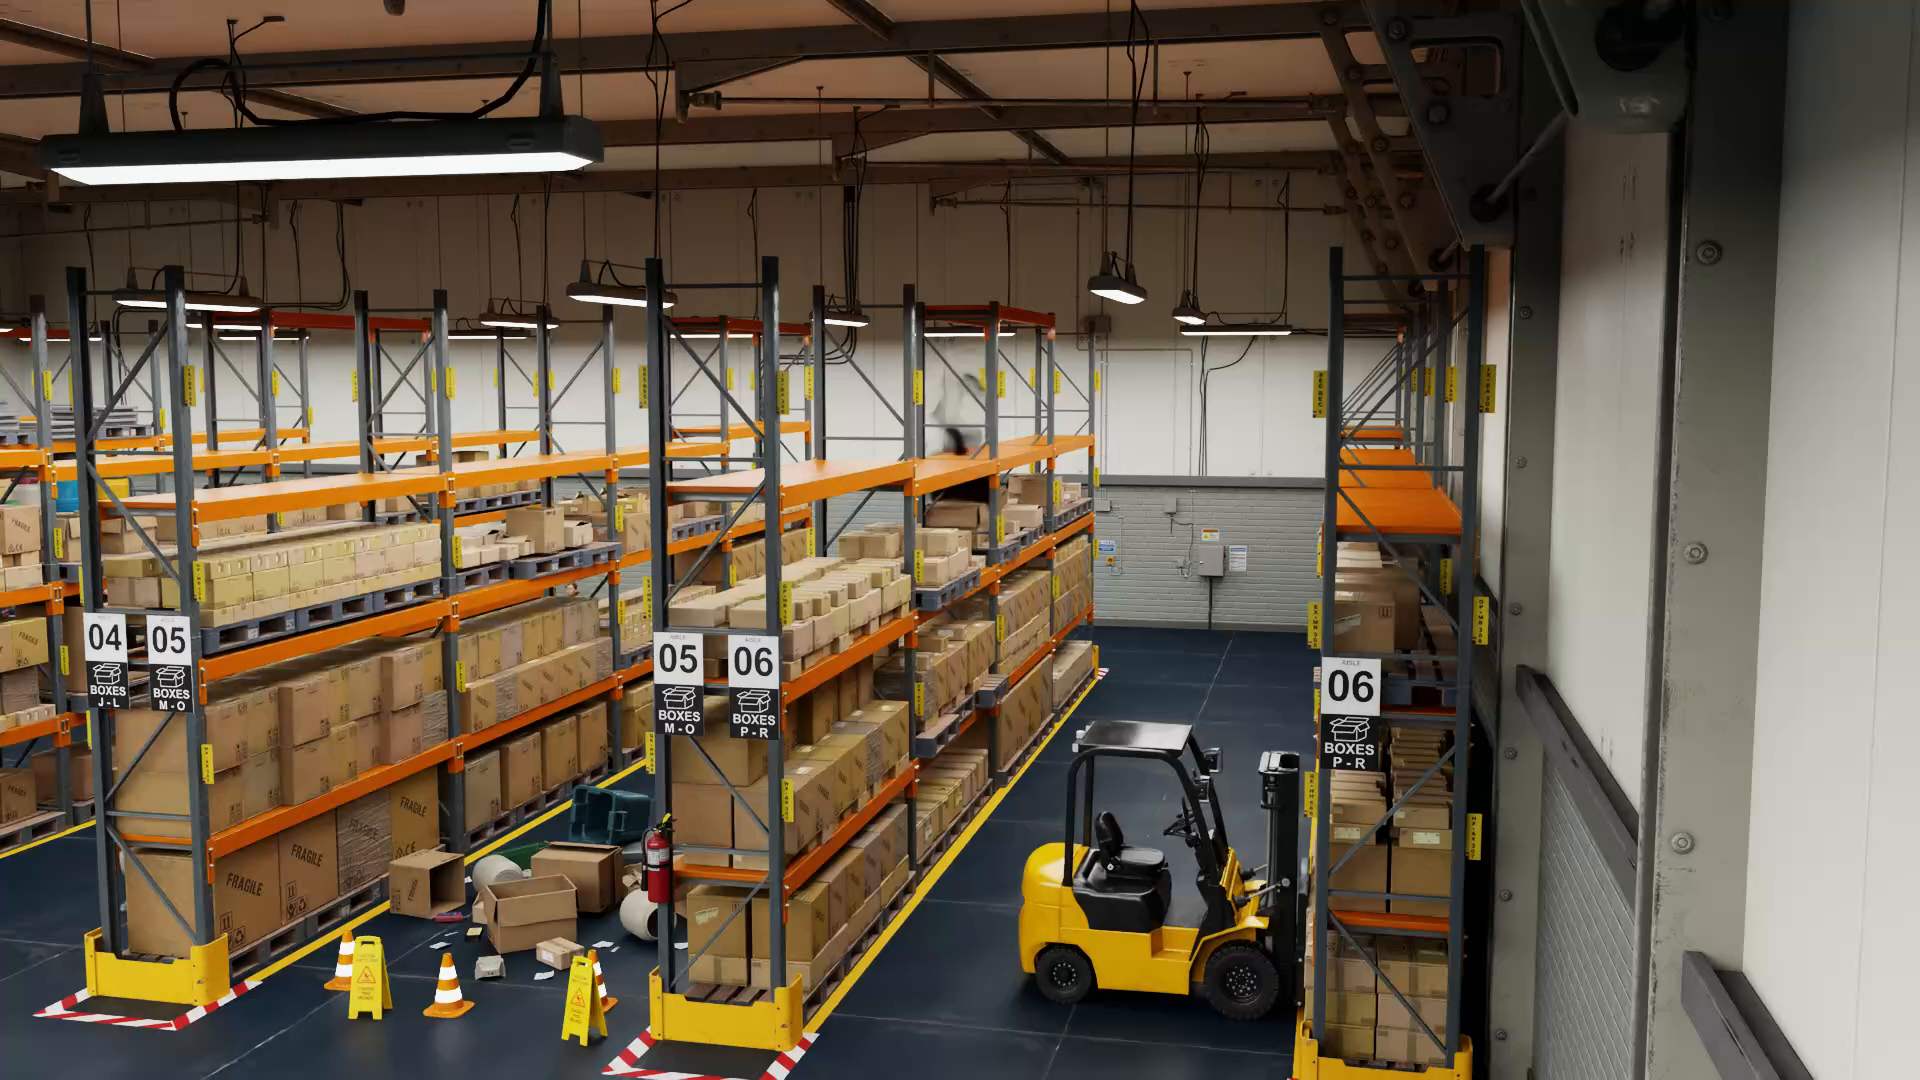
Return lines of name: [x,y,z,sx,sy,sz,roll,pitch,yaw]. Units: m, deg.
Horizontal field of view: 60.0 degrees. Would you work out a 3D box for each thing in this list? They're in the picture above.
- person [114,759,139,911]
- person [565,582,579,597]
person: [-7.976,2.670,16.207,0.658,1.766,0.635,1,6,9]
person: [-6.595,1.515,28.198,0.555,1.625,0.591,1,6,6]
